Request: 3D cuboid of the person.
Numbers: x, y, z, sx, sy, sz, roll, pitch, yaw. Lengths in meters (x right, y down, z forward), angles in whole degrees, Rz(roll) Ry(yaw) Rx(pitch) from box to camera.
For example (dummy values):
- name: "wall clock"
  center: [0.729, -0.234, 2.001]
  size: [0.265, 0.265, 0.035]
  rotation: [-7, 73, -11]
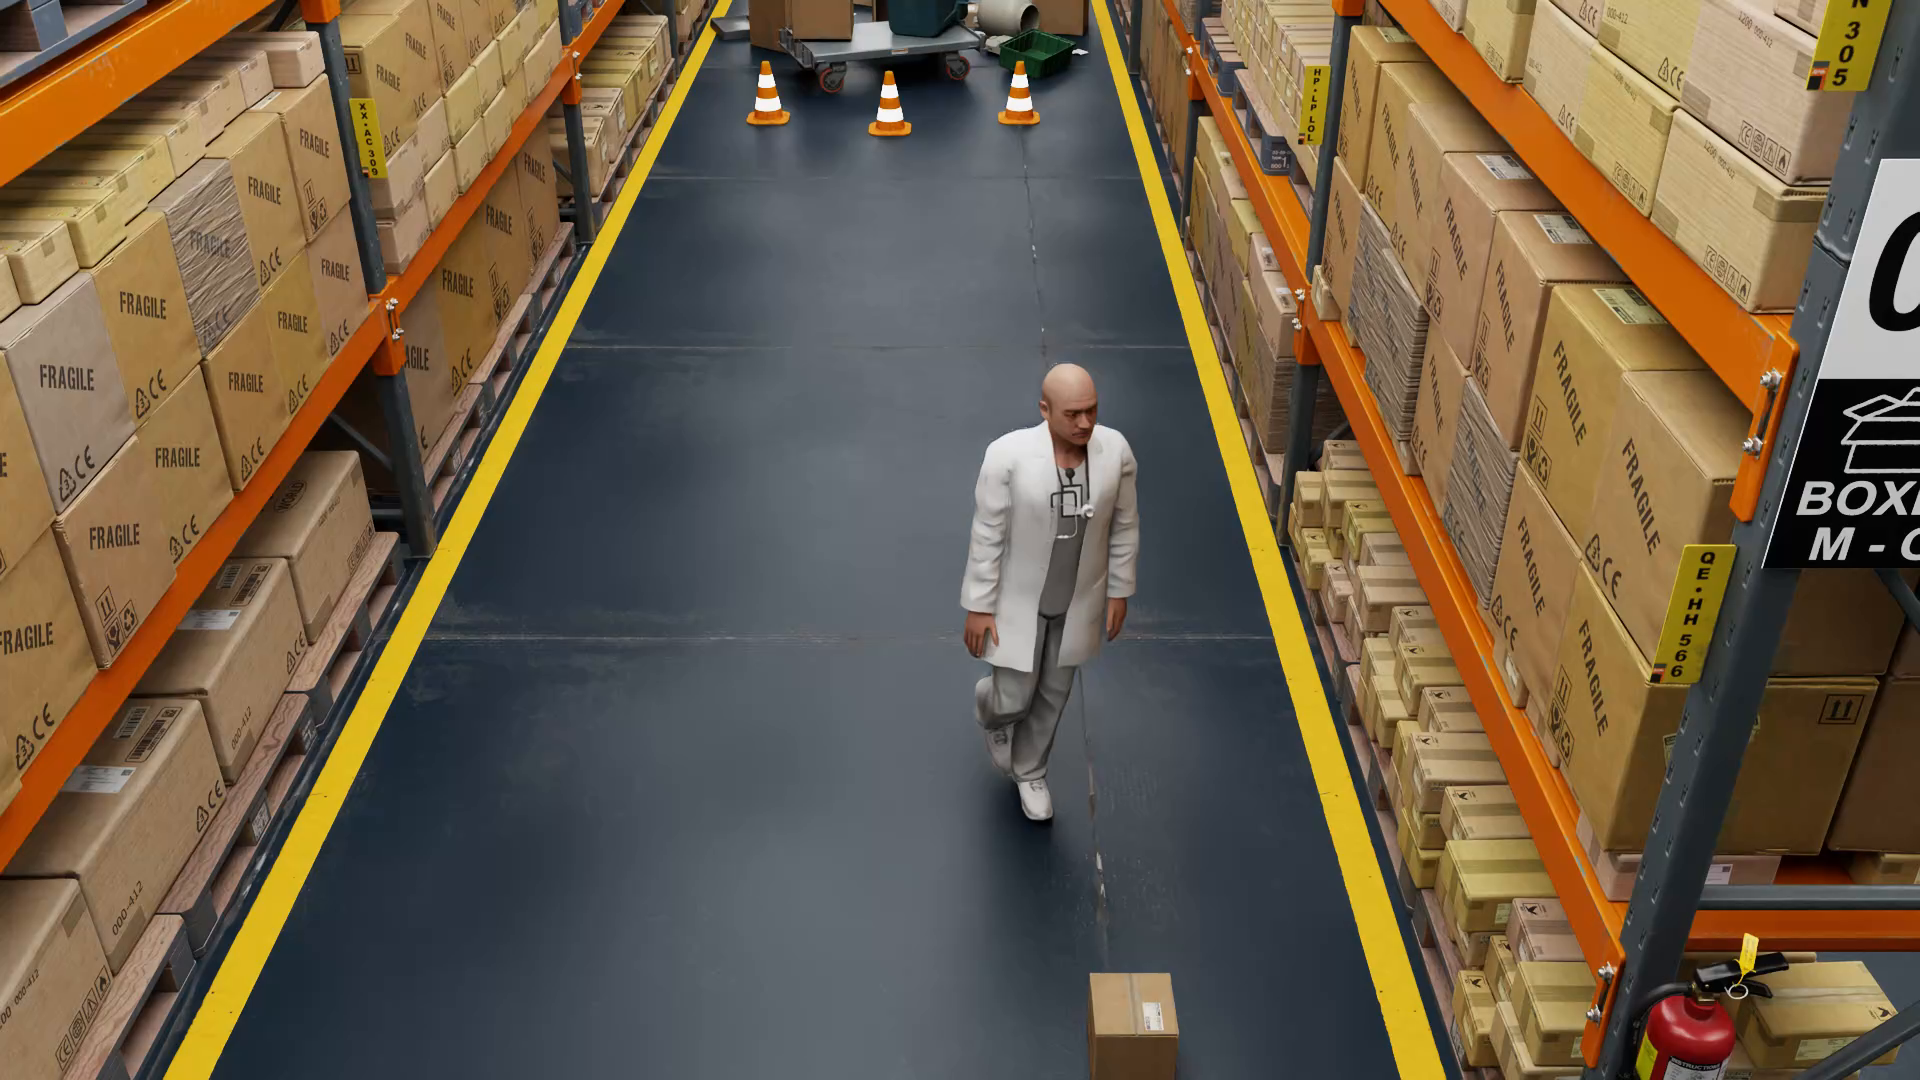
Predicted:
- name: "person"
  center: [0.290, 0.159, 5.846]
  size: [0.643, 1.771, 0.592]
  rotation: [-7, 32, -11]
